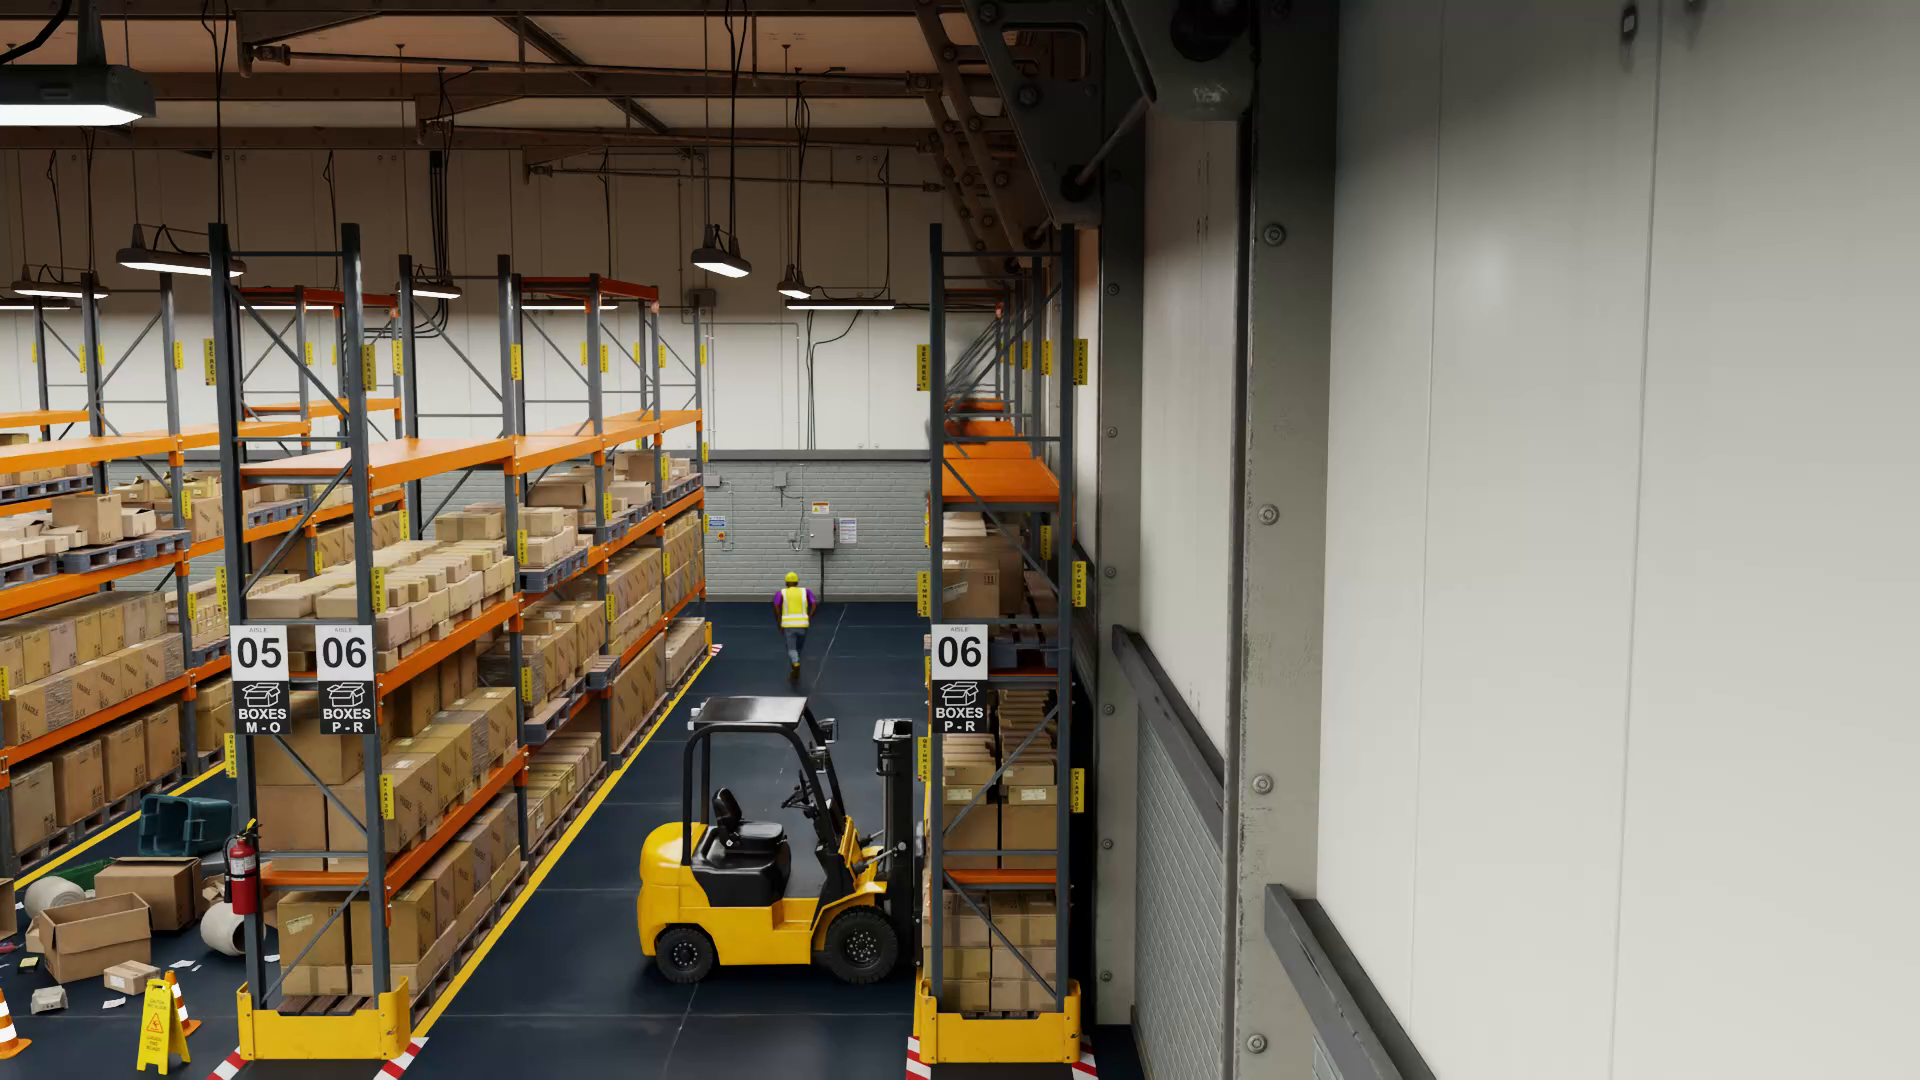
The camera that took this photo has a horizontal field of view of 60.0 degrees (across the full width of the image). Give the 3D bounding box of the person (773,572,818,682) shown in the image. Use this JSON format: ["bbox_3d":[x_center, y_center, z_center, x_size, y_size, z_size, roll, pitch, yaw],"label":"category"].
[{"bbox_3d":[-2.500,1.376,25.363,0.686,1.710,0.931,-1,7,-12],"label":"person"}]
